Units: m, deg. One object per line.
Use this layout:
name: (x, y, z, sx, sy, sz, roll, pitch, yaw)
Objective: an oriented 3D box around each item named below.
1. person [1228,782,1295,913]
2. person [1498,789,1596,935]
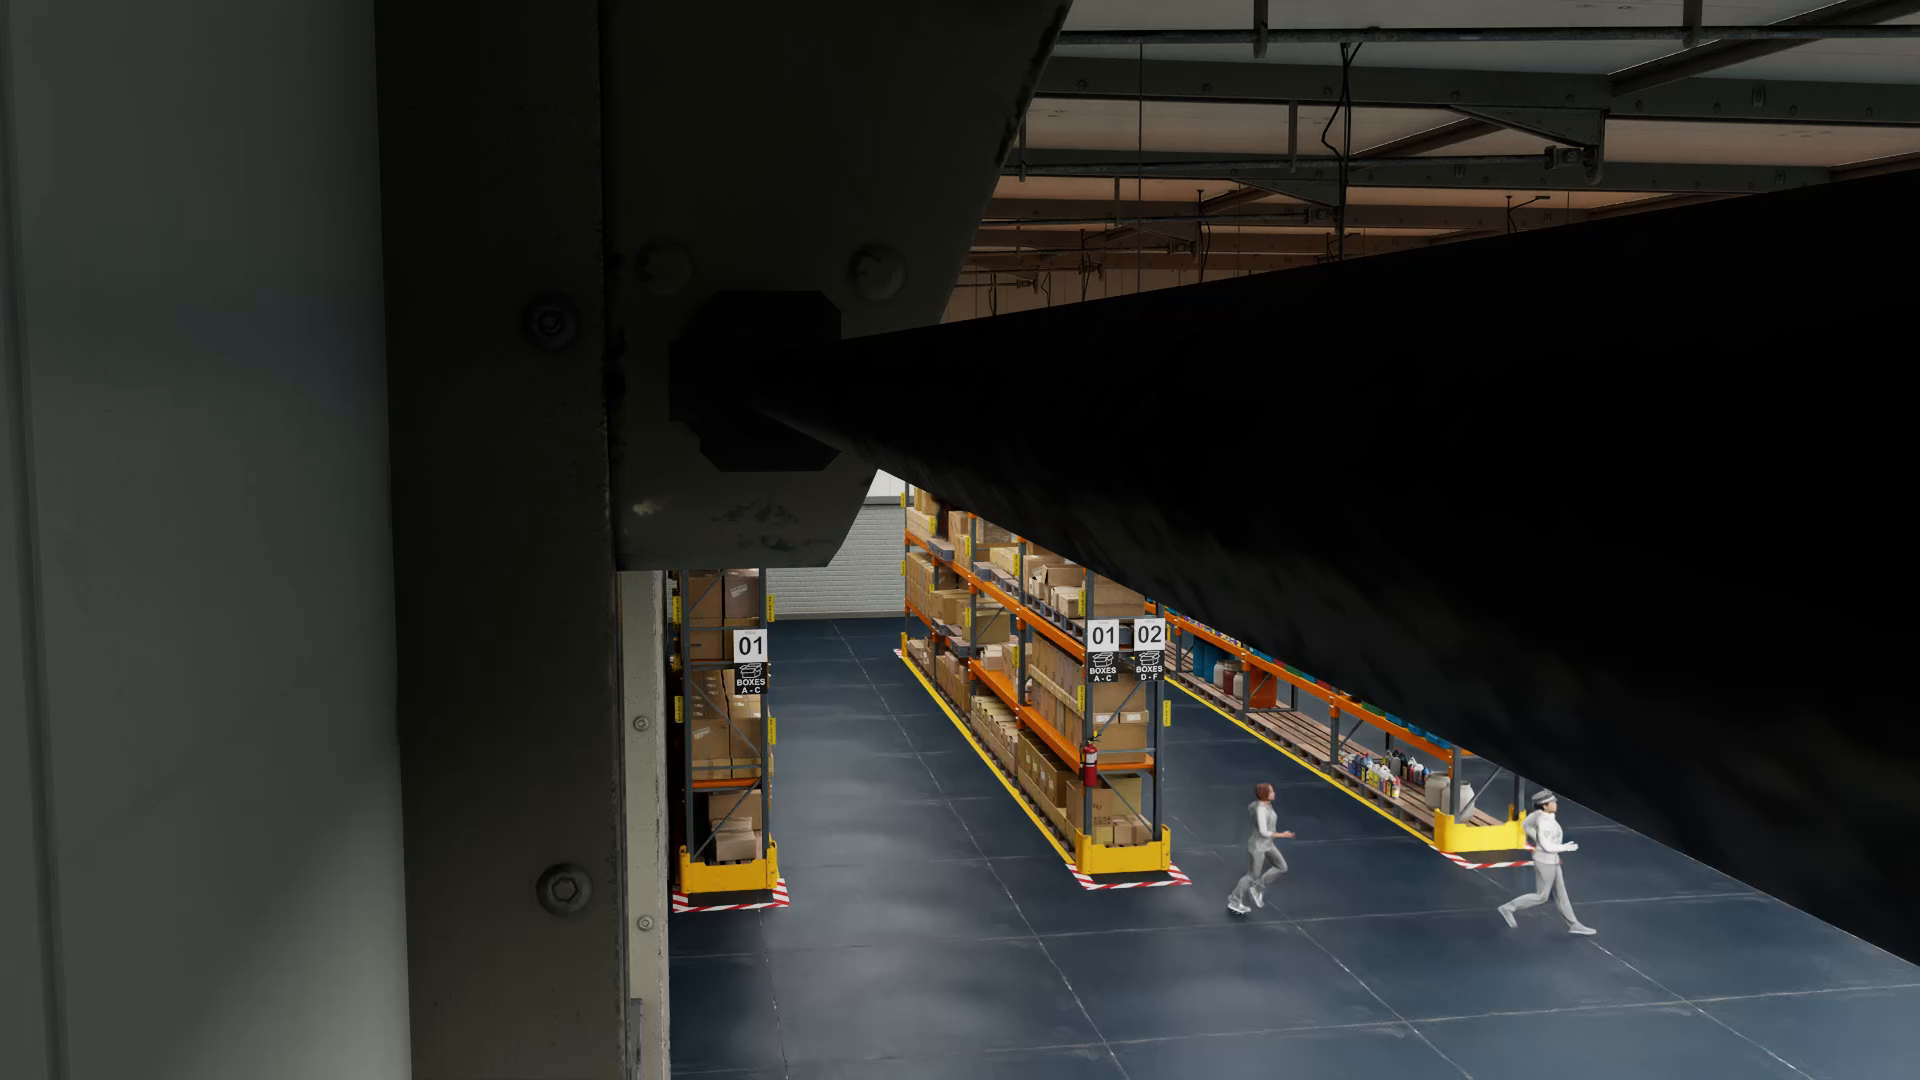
person: (3.502, 3.548, 19.237, 0.760, 1.555, 0.559, 3, 6, 23)
person: (6.532, 3.554, 18.436, 1.046, 1.636, 0.627, 2, 6, 17)
